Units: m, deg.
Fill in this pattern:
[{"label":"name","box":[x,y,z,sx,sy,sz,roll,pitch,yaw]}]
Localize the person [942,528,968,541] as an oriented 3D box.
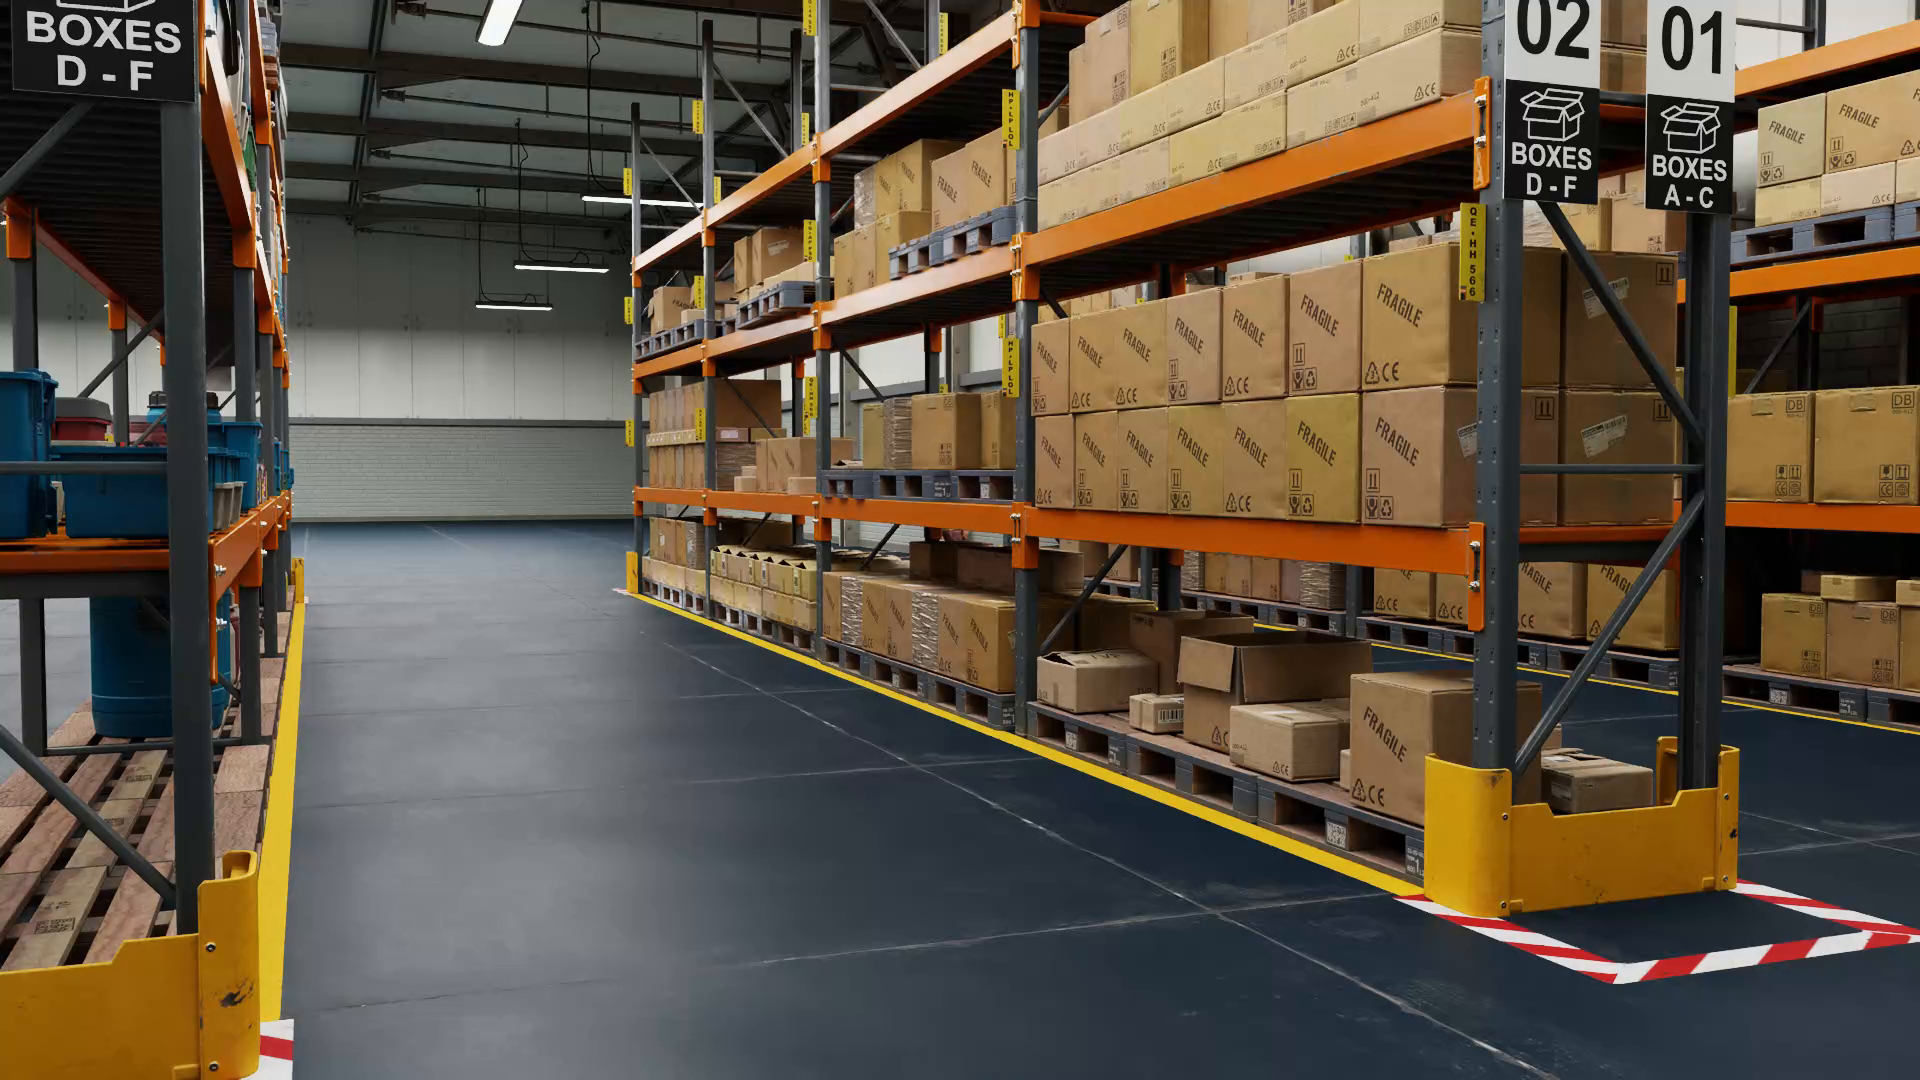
[{"label":"person","box":[-0.005,-0.090,18.283,0.407,1.673,0.498,-1,3,-21]}]
